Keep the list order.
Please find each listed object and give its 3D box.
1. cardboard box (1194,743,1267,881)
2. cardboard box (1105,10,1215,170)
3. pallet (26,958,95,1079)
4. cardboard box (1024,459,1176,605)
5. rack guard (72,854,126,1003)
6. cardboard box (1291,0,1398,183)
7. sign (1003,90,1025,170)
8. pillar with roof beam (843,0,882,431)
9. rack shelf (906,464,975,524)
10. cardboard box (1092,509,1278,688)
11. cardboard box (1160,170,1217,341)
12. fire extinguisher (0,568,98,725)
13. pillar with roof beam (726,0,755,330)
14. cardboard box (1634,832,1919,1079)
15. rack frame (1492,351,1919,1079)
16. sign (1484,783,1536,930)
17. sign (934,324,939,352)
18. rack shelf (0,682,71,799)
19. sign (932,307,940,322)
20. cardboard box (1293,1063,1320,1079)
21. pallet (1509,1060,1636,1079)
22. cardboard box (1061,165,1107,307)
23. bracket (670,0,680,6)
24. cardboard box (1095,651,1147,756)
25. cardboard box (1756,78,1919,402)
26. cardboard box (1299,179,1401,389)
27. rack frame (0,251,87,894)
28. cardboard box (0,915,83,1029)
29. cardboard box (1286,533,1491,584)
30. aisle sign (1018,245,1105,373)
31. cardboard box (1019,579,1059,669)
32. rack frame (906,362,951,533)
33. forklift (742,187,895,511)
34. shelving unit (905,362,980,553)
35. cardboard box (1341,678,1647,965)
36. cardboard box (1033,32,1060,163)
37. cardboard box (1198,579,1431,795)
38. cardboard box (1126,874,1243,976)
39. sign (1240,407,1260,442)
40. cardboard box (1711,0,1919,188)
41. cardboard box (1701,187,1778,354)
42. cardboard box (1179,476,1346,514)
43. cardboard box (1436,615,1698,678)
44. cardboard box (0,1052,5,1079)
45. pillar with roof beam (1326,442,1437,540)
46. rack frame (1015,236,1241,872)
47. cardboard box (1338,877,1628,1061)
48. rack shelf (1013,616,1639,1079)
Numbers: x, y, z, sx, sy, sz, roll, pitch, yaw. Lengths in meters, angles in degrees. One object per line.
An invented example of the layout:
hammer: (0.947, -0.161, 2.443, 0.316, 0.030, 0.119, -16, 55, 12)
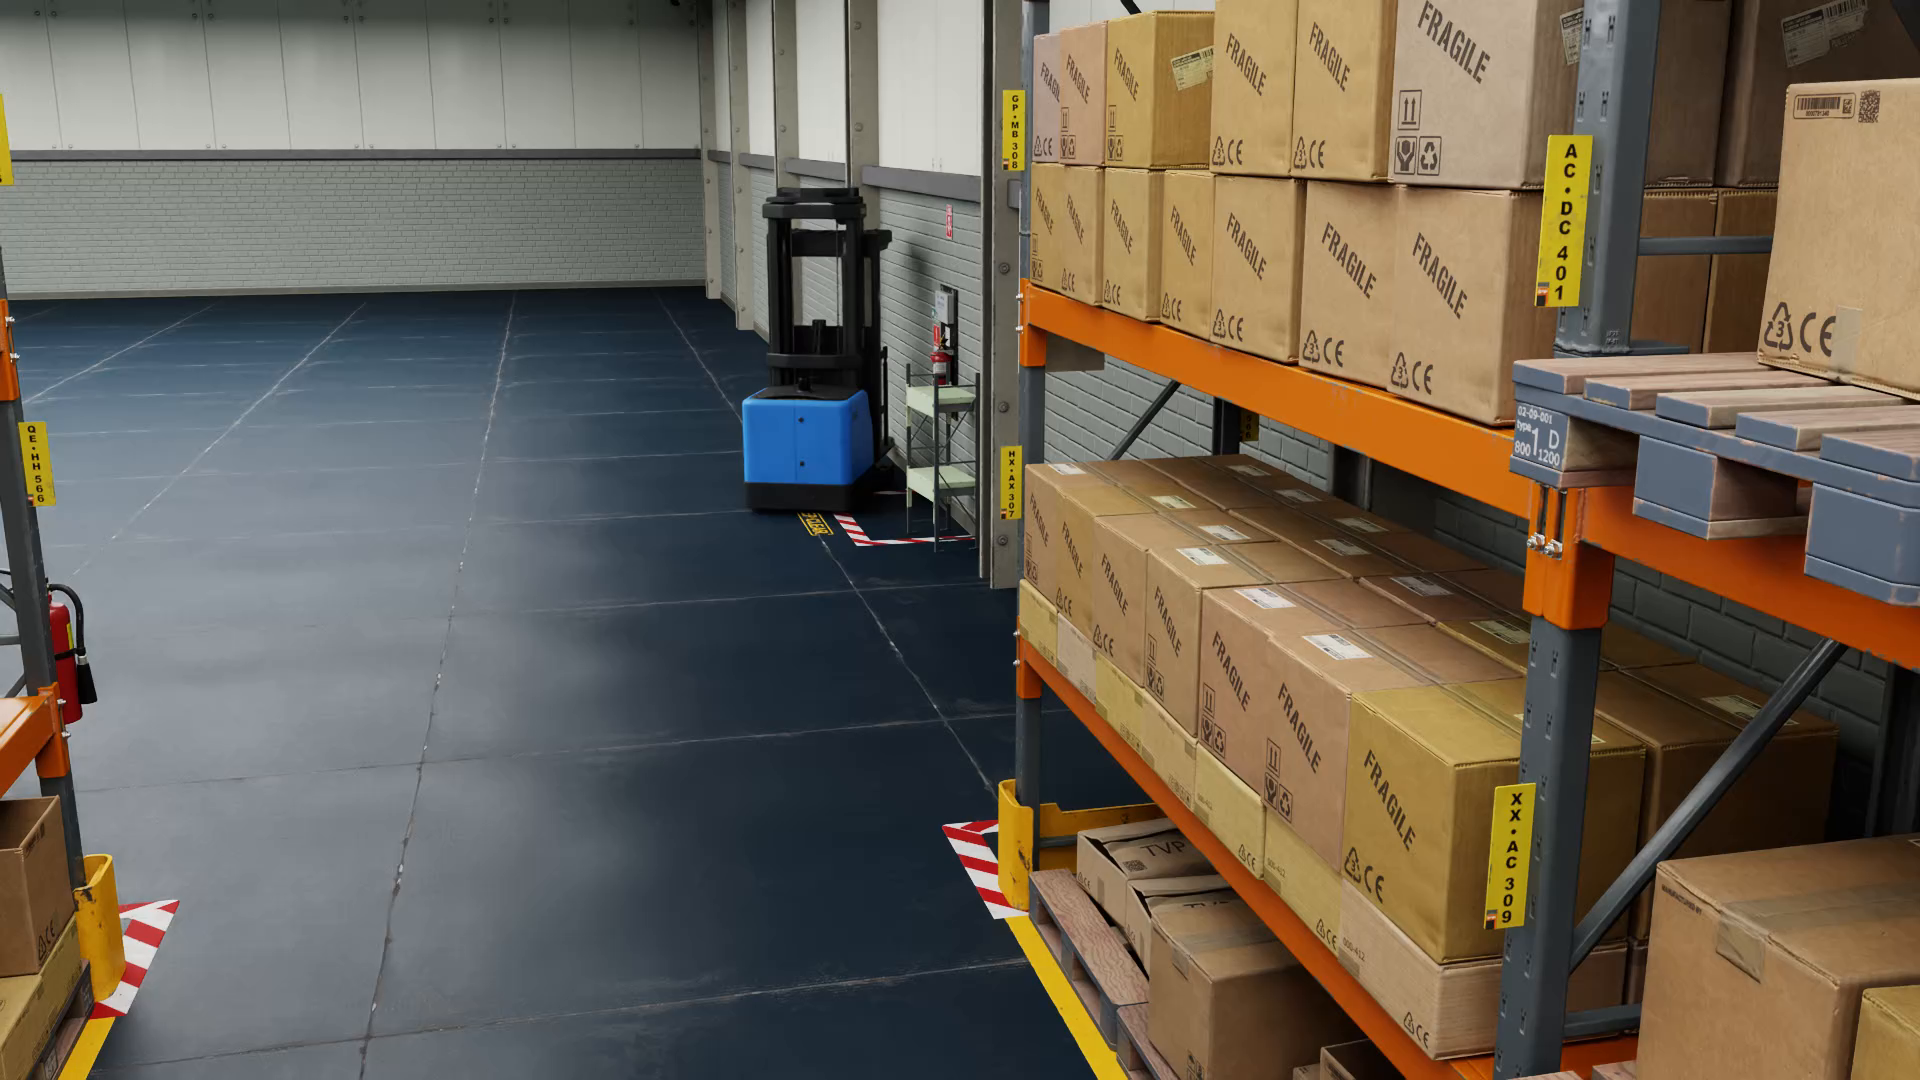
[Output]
cardboard box: (1.048, 0.801, 5.100, 0.500, 0.250, 0.500, -3, 14, -13)
cardboard box: (0.810, -1.524, 5.665, 0.500, 0.500, 0.500, -3, 14, -12)
pallet: (-3.838, 1.944, 6.024, 1.003, 0.211, 1.213, -3, 14, -13)
cardboard box: (0.576, -0.036, 6.947, 0.500, 0.500, 0.500, -3, 14, -13)
rack guard: (-4.064, 1.624, 6.725, 1.175, 0.500, 0.348, -3, 14, -13)
cardboard box: (1.175, -1.167, 4.203, 0.500, 0.500, 0.500, -3, 14, -10)
sign: (0.229, -1.713, 6.956, 0.100, 0.325, 0.005, -3, 14, -13)
pillar with roof beam: (-5.241, -5.191, 16.713, 9.100, 9.000, 0.400, -3, 14, -13)
rack shelf: (-0.149, -0.407, 14.306, 0.431, 0.370, 0.720, -5, 15, -19)
cardboard box: (0.798, 0.198, 5.989, 0.500, 0.500, 0.500, -4, 14, -15)
cardboard box: (0.955, -0.918, 5.291, 0.500, 0.500, 0.500, -2, 14, -10)
fire extinguisher: (-3.634, 0.400, 6.633, 0.296, 0.674, 0.183, -3, 14, -13)
pillar with roof beam: (-8.060, -7.959, 28.044, 9.100, 9.000, 0.400, -3, 14, -13)
cardboard box: (1.782, 0.918, 3.210, 0.700, 0.500, 0.500, -3, 14, -13)
rack frame: (1.696, 1.061, 3.763, 1.000, 3.000, 0.127, -3, 14, -13)
sign: (1.170, 0.673, 3.529, 0.100, 0.325, 0.005, -3, 14, -13)
sign: (-0.221, -1.855, 15.625, 0.001, 0.329, 0.234, -3, 14, -13)
rack shelf: (-3.588, 1.226, 4.603, 1.077, 0.370, 4.000, -3, 14, -13)
sign: (-0.228, -2.111, 15.556, 0.001, 0.109, 0.331, -3, 14, -13)
cardboard box: (1.339, 1.862, 5.564, 0.380, 0.149, 0.250, -4, 14, -18)
pallet: (1.734, 1.339, 3.031, 1.003, 0.211, 1.213, -3, 14, -13)
cardboard box: (0.683, -1.160, 6.281, 0.500, 0.500, 0.500, -2, 14, -9)
bracket: (-6.283, -11.955, 36.813, 0.235, 0.232, 0.430, -3, 14, -13)
cardboard box: (0.812, 0.569, 6.053, 0.500, 0.250, 0.500, -4, 14, -14)
cardboard box: (1.746, -0.518, 2.811, 0.500, 0.500, 0.500, -1, 14, -5)
cardboard box: (1.230, -0.674, 4.293, 0.500, 0.500, 0.500, -5, 14, -18)
rack frame: (-4.058, 0.415, 6.406, 1.000, 3.000, 0.127, -3, 14, -13)
cardboard box: (-3.645, 1.654, 6.244, 0.500, 0.250, 0.500, -3, 14, -13)
cardboard box: (1.426, 0.286, 5.629, 0.500, 0.500, 0.500, -3, 14, -12)
aisle sign: (0.448, -1.124, 7.231, 0.394, 0.787, 0.004, -3, 14, -13)
cardboard box: (0.562, 0.332, 7.022, 0.500, 0.250, 0.500, -4, 14, -15)
rack frame: (-0.274, -0.805, 14.563, 0.400, 1.500, 0.023, -5, 15, -19)
forklift: (-1.275, -1.988, 16.390, 1.130, 2.935, 3.031, 2, 14, 8)
shelving unit: (-0.149, -0.724, 14.229, 0.431, 1.500, 0.755, -5, 15, -19)
cardboard box: (1.284, 0.668, 4.065, 0.500, 0.500, 0.500, -3, 14, -13)
cardboard box: (0.611, -1.760, 6.632, 0.500, 0.500, 0.500, -4, 14, -17)
cardboard box: (1.053, 0.437, 5.013, 0.500, 0.500, 0.500, -4, 14, -15)
cardboard box: (0.965, 1.527, 6.595, 0.500, 0.311, 0.500, -2, 14, -9)
sign: (1.300, -0.604, 7.473, 0.100, 0.325, 0.005, -3, 14, -13)
cardboard box: (1.858, -1.069, 3.802, 0.500, 0.500, 0.500, -3, 14, -12)
cardboard box: (1.826, -0.581, 3.913, 0.500, 0.500, 0.500, -3, 14, -11)
cardboard box: (1.182, 0.051, 6.592, 0.500, 0.500, 0.500, -3, 14, -12)
cardboard box: (1.670, 0.521, 4.670, 0.500, 0.500, 0.500, -3, 14, -13)
cardboard box: (-3.397, 1.884, 5.303, 0.500, 0.250, 0.500, -3, 14, -13)
pillar with roof beam: (-2.423, -2.423, 5.382, 9.100, 9.000, 0.400, -3, 14, -13)
rack frame: (0.756, 0.139, 7.540, 1.000, 3.000, 0.127, -3, 14, -13)
cardboard box: (1.290, 1.032, 4.156, 0.500, 0.250, 0.500, -3, 14, -13)
rack shelf: (1.226, 0.949, 5.737, 1.077, 0.370, 4.000, -3, 14, -13)
